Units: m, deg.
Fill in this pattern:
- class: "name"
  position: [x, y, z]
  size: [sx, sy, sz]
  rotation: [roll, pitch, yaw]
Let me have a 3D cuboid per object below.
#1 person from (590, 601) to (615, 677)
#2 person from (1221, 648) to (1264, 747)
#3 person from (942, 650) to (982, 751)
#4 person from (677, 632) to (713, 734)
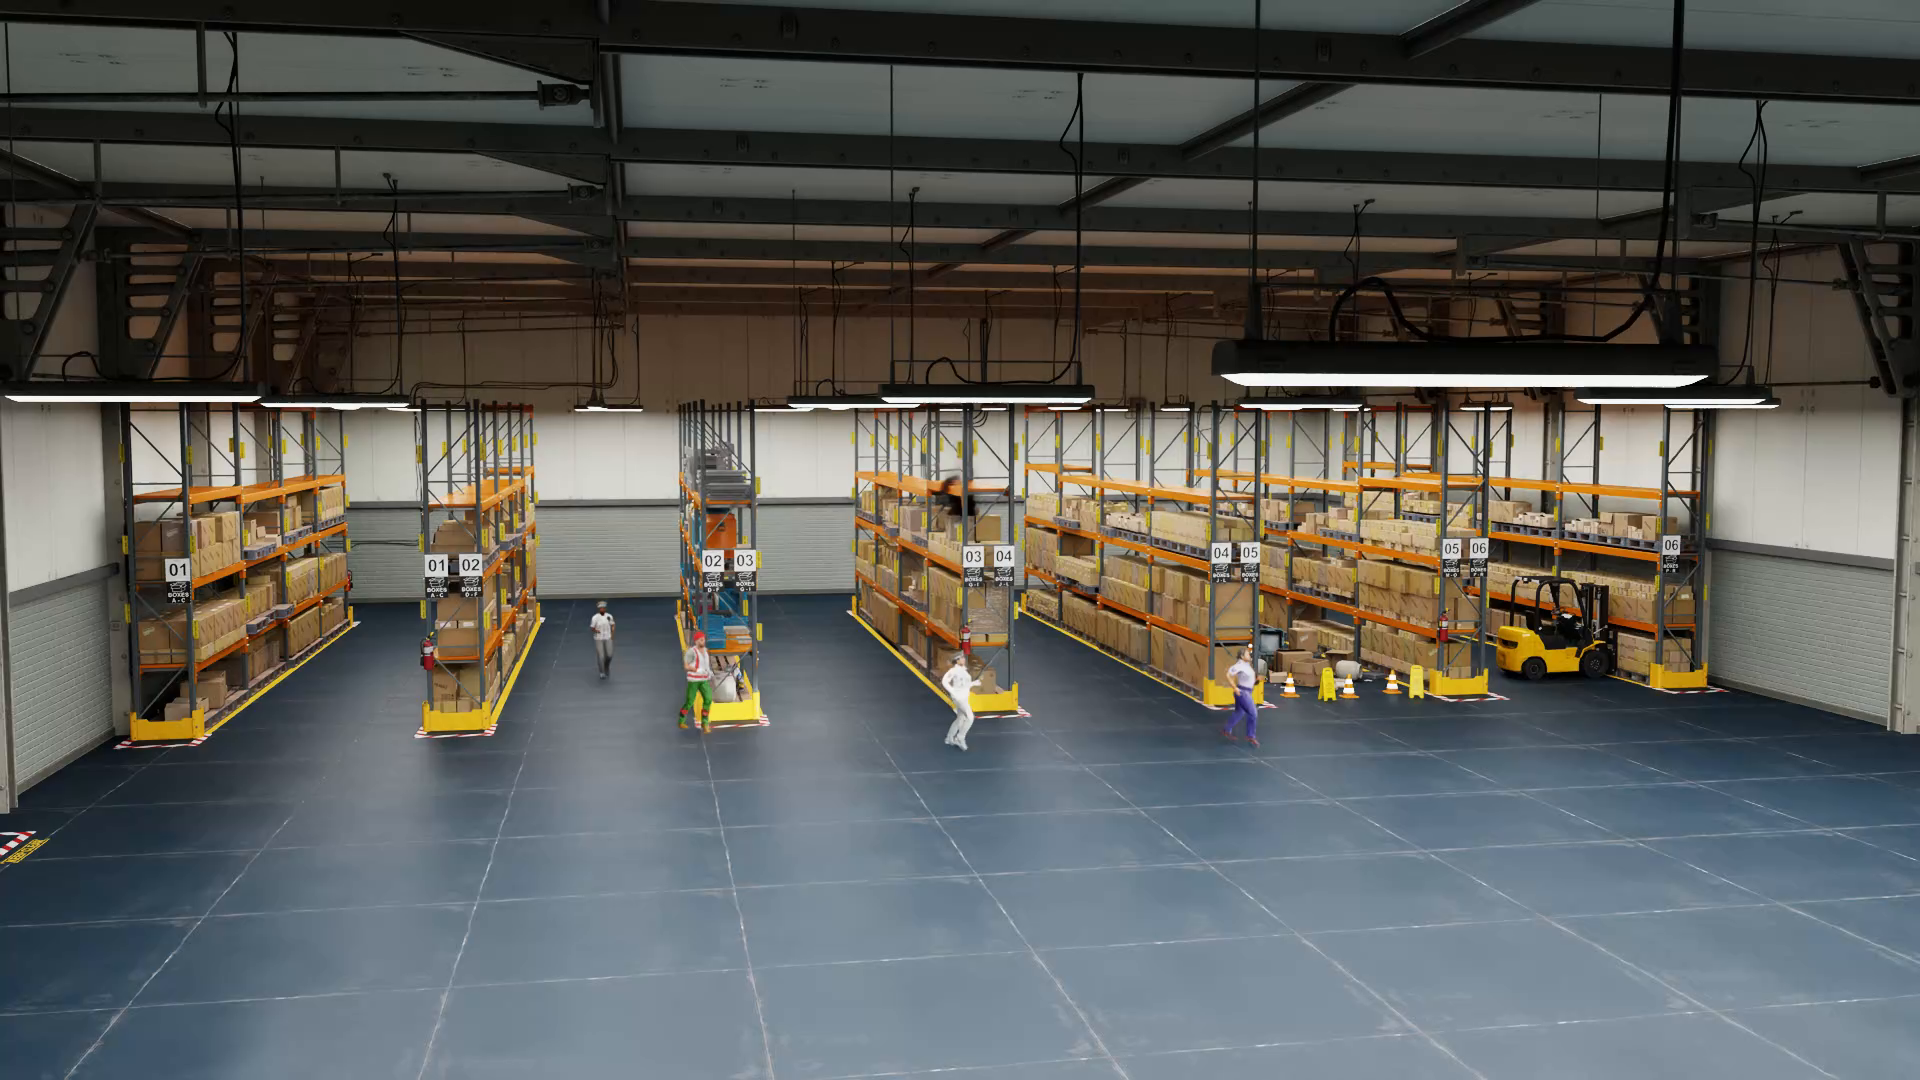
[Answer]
- class: "person"
  position: [-7.725, 2.159, 36.095]
  size: [0.563, 1.663, 0.572]
  rotation: [-2, 5, -20]
- class: "person"
  position: [4.897, 2.732, 28.879]
  size: [0.767, 1.697, 0.580]
  rotation: [2, 5, 19]
- class: "person"
  position: [0.028, 2.742, 28.421]
  size: [0.657, 1.727, 0.556]
  rotation: [1, 5, 18]
- class: "person"
  position: [-4.721, 2.572, 30.002]
  size: [0.756, 1.850, 0.696]
  rotation: [4, 6, 41]
